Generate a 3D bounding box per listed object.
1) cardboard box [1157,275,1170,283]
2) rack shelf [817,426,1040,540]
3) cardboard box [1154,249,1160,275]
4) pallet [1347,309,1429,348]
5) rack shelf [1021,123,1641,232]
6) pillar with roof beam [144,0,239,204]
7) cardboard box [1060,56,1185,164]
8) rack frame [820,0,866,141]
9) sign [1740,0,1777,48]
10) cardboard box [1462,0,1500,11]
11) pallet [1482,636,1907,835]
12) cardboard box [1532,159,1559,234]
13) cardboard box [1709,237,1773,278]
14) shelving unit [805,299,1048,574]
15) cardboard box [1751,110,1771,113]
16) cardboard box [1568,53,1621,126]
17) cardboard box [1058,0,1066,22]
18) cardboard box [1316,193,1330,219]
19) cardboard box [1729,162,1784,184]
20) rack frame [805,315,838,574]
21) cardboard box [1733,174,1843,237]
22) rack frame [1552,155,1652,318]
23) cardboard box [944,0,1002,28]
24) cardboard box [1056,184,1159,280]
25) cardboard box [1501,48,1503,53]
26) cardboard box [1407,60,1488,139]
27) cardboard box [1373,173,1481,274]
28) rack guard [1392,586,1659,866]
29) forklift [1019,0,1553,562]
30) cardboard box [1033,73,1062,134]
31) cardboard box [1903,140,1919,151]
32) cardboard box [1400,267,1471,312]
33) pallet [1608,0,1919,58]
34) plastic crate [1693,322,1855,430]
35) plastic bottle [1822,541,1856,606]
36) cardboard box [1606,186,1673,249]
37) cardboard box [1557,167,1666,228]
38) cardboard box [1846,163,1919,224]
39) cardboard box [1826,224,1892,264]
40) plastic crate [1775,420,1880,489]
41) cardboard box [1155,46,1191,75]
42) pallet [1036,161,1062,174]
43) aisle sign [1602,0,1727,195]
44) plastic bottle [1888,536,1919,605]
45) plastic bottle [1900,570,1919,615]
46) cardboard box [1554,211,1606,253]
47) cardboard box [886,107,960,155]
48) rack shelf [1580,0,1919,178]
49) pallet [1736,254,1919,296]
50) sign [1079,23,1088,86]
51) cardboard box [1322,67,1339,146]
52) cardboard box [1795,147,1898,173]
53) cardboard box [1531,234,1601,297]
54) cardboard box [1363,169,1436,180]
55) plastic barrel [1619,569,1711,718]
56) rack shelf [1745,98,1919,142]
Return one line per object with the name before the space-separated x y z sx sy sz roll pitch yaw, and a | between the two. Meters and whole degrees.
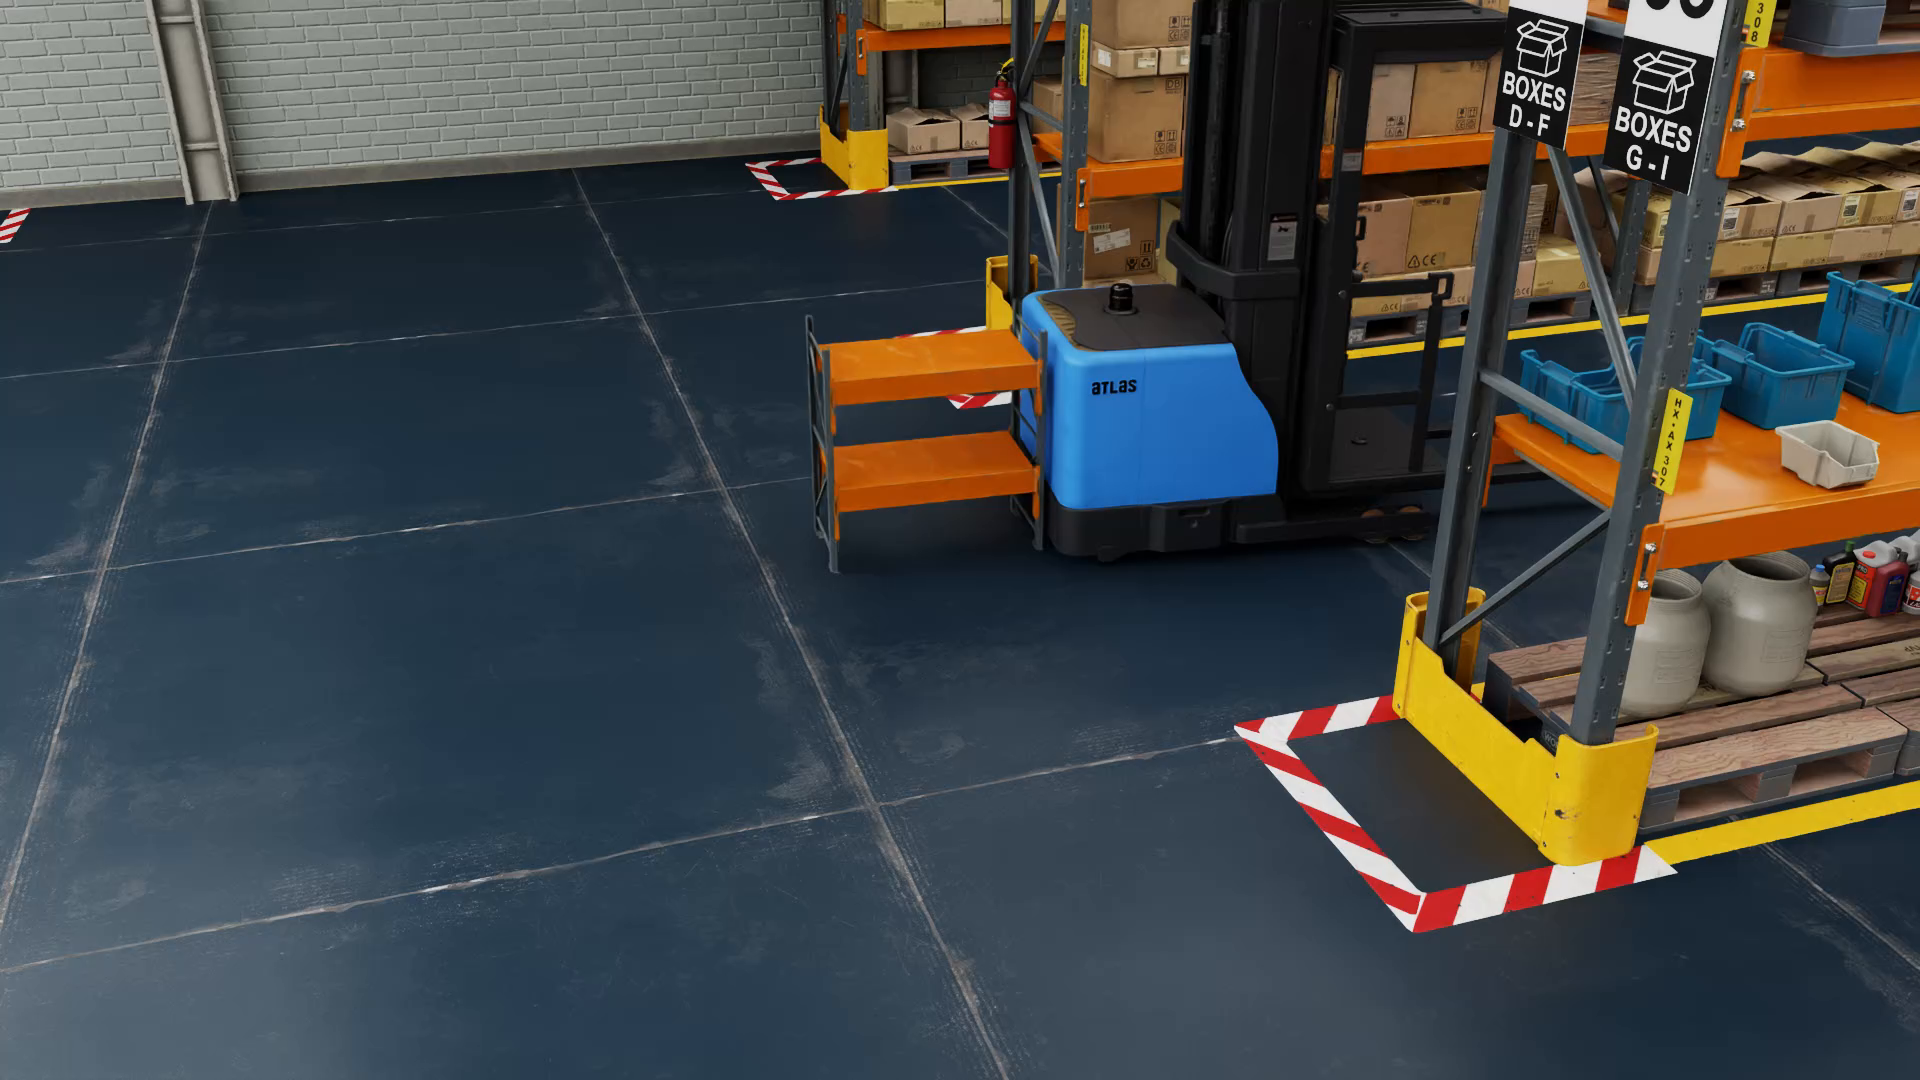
cardboard box | 1.574 -1.517 10.553 0.500 0.250 0.500 -8 28 -16
rack shelf | -0.163 -0.286 8.112 1.000 0.278 0.538 -6 27 -12
cardboard box | 1.411 -1.740 11.001 0.500 0.250 0.500 -8 28 -16
pallet | 2.393 -1.551 11.137 1.213 0.211 1.003 -8 28 -16
rack shelf | 2.423 -2.464 10.648 4.000 0.370 1.077 -8 28 -16
pillar with roof beam | -4.991 -5.107 8.418 0.400 9.000 9.100 -8 28 -16
cardboard box | 0.969 -2.614 10.030 0.500 0.500 0.700 -8 28 -16
rack frame | -1.017 -4.604 14.151 0.127 3.000 1.000 -8 28 -16
sign | 2.217 -1.530 4.575 0.005 0.325 0.100 -8 28 -16
cardboard box | 2.948 -3.485 10.324 0.500 0.500 0.700 -8 28 -16
pallet | 2.883 0.693 6.616 1.213 0.211 1.003 -8 28 -16
cardboard box | 3.786 -2.422 11.532 0.500 0.500 0.500 -8 28 -16
cardboard box | 5.271 -2.038 11.603 0.500 0.250 0.500 -8 27 -15
shelving unit | -0.163 -0.505 8.003 1.048 1.125 0.538 -6 27 -12
cardboard box | 5.230 -2.984 11.171 0.250 0.149 0.380 -8 28 -16
cardboard box | 3.904 -3.042 10.892 0.500 0.500 0.700 -9 28 -17
cardboard box | 1.003 -4.693 14.476 0.500 0.250 0.500 -8 28 -16
cardboard box | 2.046 -1.927 10.534 0.500 0.500 0.500 -8 28 -16
cardboard box | 5.589 -2.588 12.079 0.500 0.311 0.500 -8 28 -16
rack frame | -0.656 -0.451 7.893 0.032 1.125 0.500 -6 27 -12
cardboard box | 5.764 -2.359 11.618 0.500 0.311 0.500 -9 28 -18
rack frame | 4.324 -3.061 11.043 0.127 3.000 1.000 -8 28 -16
cardboard box | 0.035 -4.557 14.202 0.500 0.250 0.500 -9 28 -18
cardboard box | 0.939 -2.003 10.687 0.500 0.500 0.500 -8 28 -16
cardboard box | 3.399 -3.162 10.403 0.250 0.149 0.380 -8 28 -16
cardboard box | 2.927 -2.900 10.605 0.500 0.500 0.700 -8 27 -15
cardboard box | 2.998 -2.063 10.809 0.500 0.500 0.500 -8 28 -16
rack guard | 2.109 0.674 6.331 0.348 0.500 1.175 -8 28 -16
forklift | 1.866 -1.520 8.016 3.031 2.935 1.130 -5 27 -10
cardboard box | 0.924 -3.898 15.044 0.500 0.500 0.700 -10 28 -19
cardboard box | 7.539 -2.872 12.651 0.500 0.311 0.500 -7 27 -14
cardboard box | 3.002 -1.722 10.965 0.500 0.250 0.500 -8 28 -16
pallet | 2.868 -1.747 5.235 1.213 0.211 1.003 -8 28 -16
plastic crate | 3.054 -0.632 6.316 0.408 0.251 0.499 -8 28 -16
plastic bottle | 3.767 0.142 7.151 0.133 0.283 0.061 -8 27 -15
cardboard box | 4.794 -2.221 11.339 0.500 0.311 0.500 -8 28 -16
cardboard box | 4.621 -2.446 11.793 0.500 0.311 0.500 -8 28 -16
cardboard box | 6.733 -2.501 11.904 0.500 0.311 0.500 -8 28 -16
cardboard box | 6.247 -2.181 11.889 0.500 0.250 0.500 -8 27 -15
plastic crate | 3.002 -0.285 5.747 0.250 0.136 0.298 -8 28 -16
cardboard box | 1.211 -2.846 9.768 0.250 0.149 0.380 -9 28 -17
pallet | 0.997 -3.629 15.323 1.213 0.211 1.003 -8 28 -16
aisle sign | 2.074 -1.446 4.866 0.004 0.787 0.394 -8 28 -16
plastic bottle | 4.042 0.127 7.190 0.135 0.276 0.152 -9 28 -18
plastic bottle | 4.098 0.210 7.105 0.097 0.201 0.097 0 26 0
cardboard box | 4.629 -2.198 11.923 0.500 0.250 0.500 -9 28 -17
cardboard box | -0.331 -3.654 14.767 0.500 0.311 0.500 -12 29 -22
rack shelf | 3.953 -1.712 5.762 4.000 0.370 1.077 -8 28 -16
pallet | 6.175 -2.100 12.242 1.213 0.211 1.003 -8 28 -16
sign | 0.687 -2.698 9.249 0.005 0.325 0.100 -8 28 -16
cardboard box | 1.941 -2.754 10.313 0.500 0.500 0.700 -8 28 -16
cardboard box | 6.556 -2.727 12.358 0.500 0.311 0.500 -9 28 -17
cardboard box | 3.951 -1.862 11.246 0.500 0.250 0.500 -8 28 -16
cardboard box | 2.836 -2.284 11.255 0.500 0.500 0.500 -8 28 -16
plastic barrel | 2.653 0.388 6.421 0.421 0.512 0.421 0 26 0
rack shelf | 6.226 -3.015 11.758 4.000 0.370 1.077 -8 28 -16
